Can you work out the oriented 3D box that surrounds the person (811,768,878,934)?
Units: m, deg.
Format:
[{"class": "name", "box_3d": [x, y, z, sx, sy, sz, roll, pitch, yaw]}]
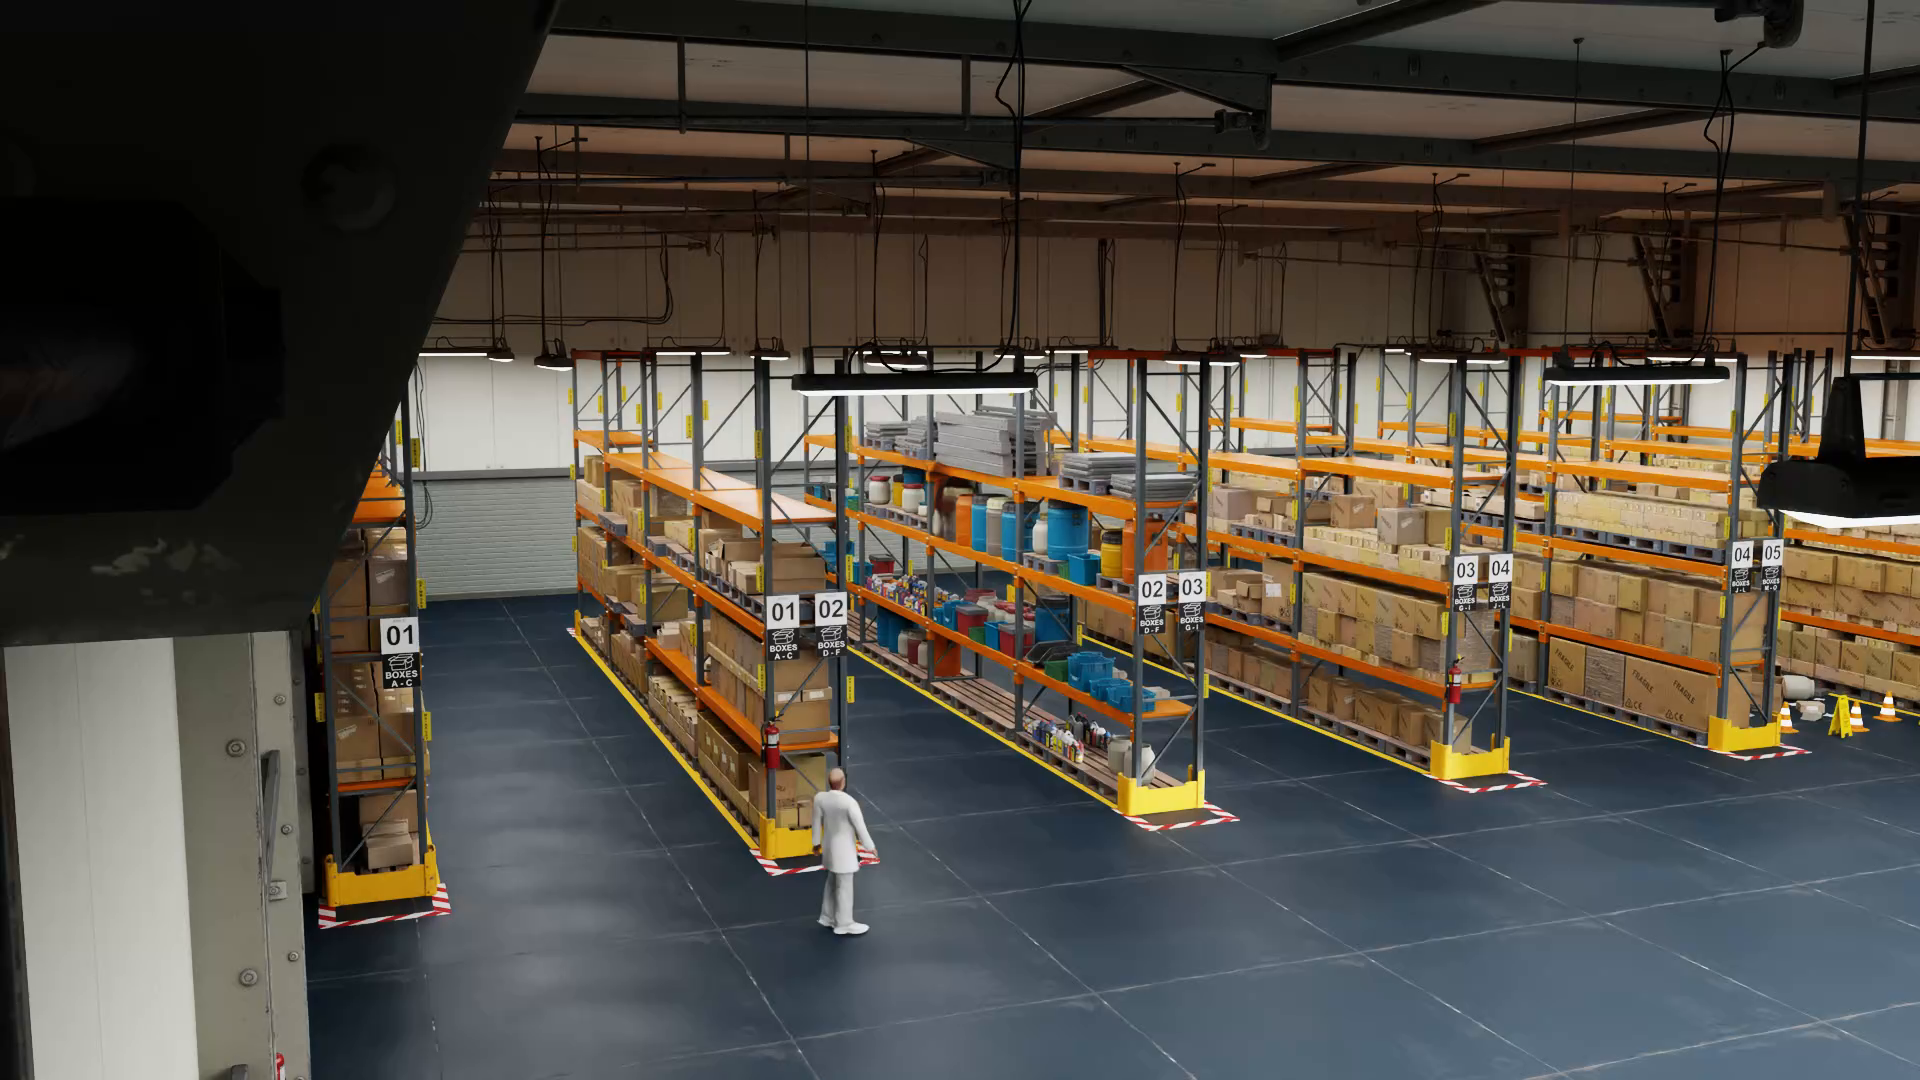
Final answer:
[{"class": "person", "box_3d": [-1.226, 3.291, 17.597, 0.567, 1.835, 0.654, -5, 9, -36]}]
